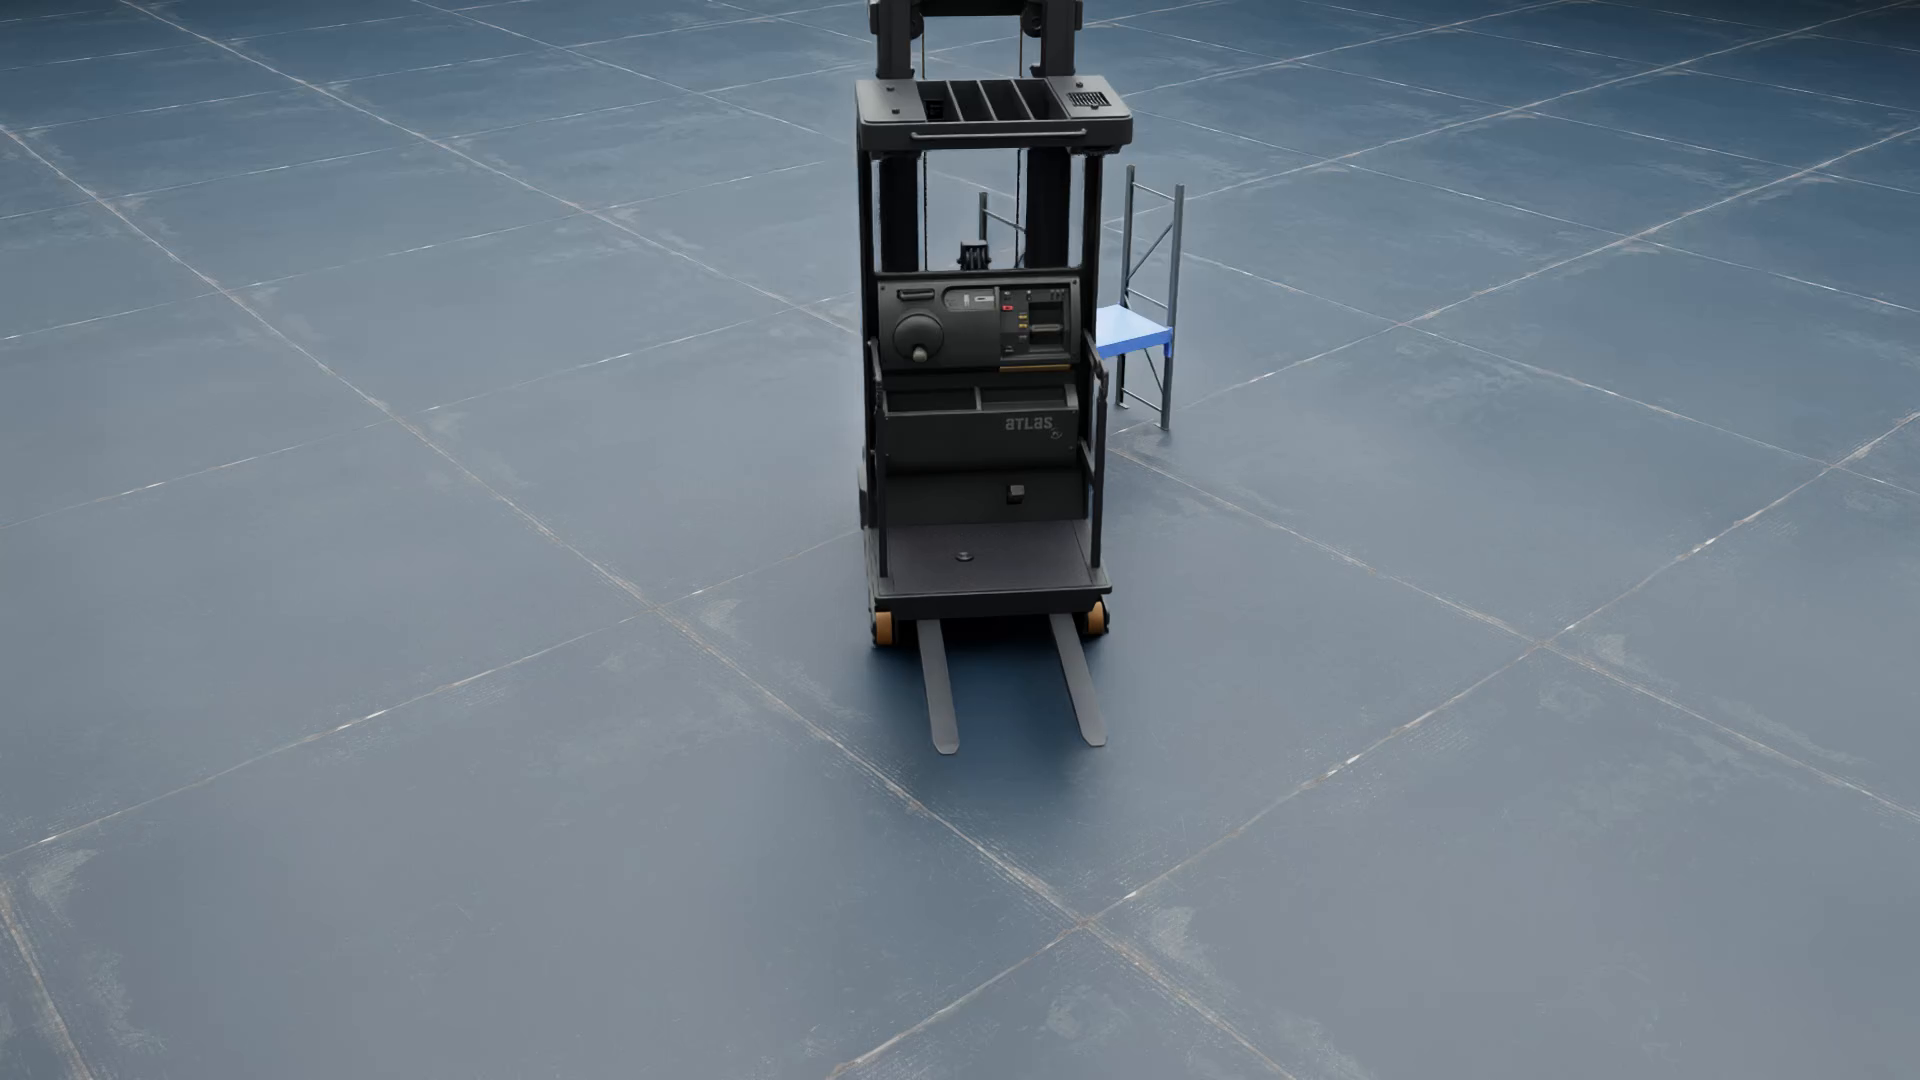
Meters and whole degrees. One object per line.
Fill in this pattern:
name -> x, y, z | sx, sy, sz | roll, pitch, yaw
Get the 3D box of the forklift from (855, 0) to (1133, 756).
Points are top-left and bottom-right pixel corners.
forklift -> 0.112, -0.961, 7.439 | 1.130, 2.935, 3.031 | -3, 28, -5

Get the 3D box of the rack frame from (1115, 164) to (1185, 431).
rack frame -> 1.110, -1.417, 9.811 | 0.032, 1.500, 0.500 | -16, 32, -28

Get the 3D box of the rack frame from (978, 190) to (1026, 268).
rack frame -> 0.244, -1.166, 9.340 | 0.032, 1.500, 0.500 | -16, 32, -28

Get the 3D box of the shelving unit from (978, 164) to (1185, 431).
shelving unit -> 0.677, -1.292, 9.575 | 1.048, 1.500, 0.538 | -16, 32, -28

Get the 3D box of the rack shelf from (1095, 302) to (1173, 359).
rack shelf -> 0.677, -1.133, 9.660 | 1.000, 0.185, 0.538 | -16, 32, -28
